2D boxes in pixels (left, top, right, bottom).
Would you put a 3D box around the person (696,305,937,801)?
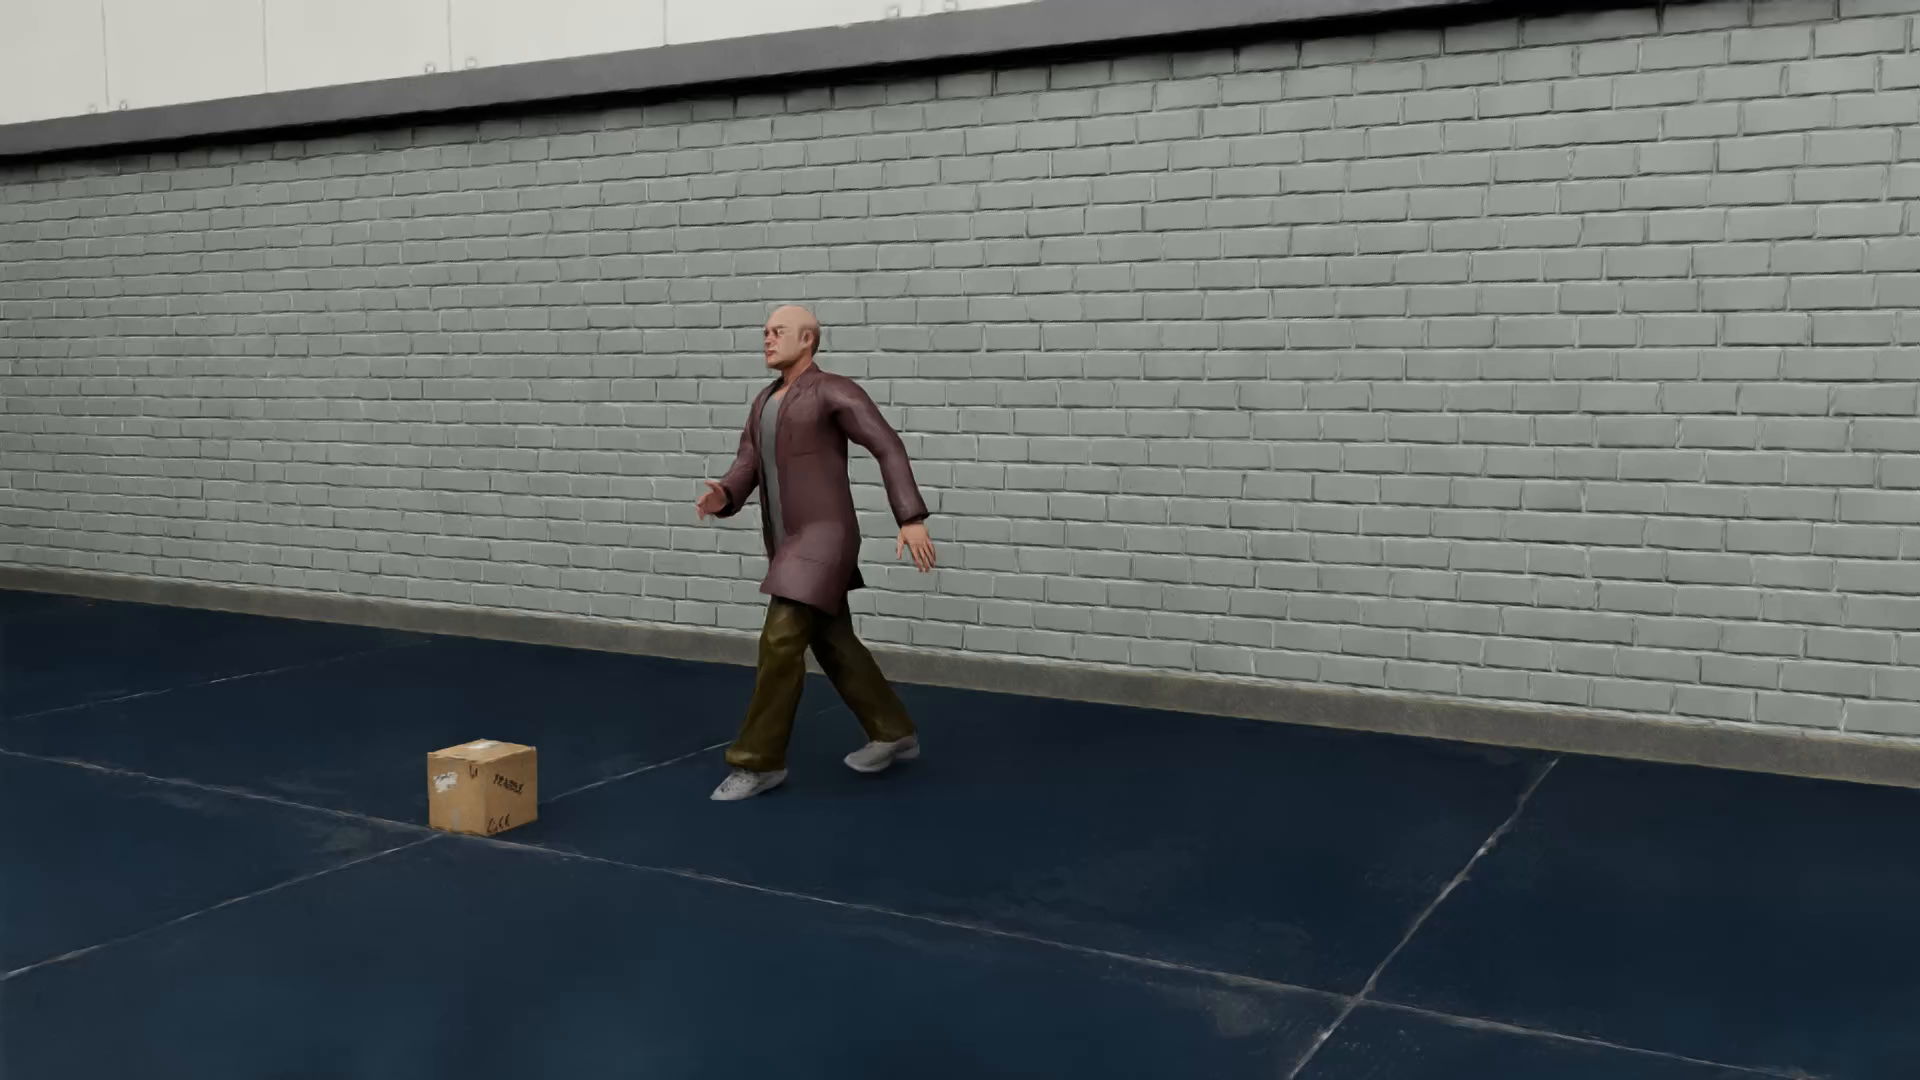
[{"bbox_3d":[-0.527,0.060,5.986,0.905,1.805,0.749,-4,7,-33],"label":"person"}]
